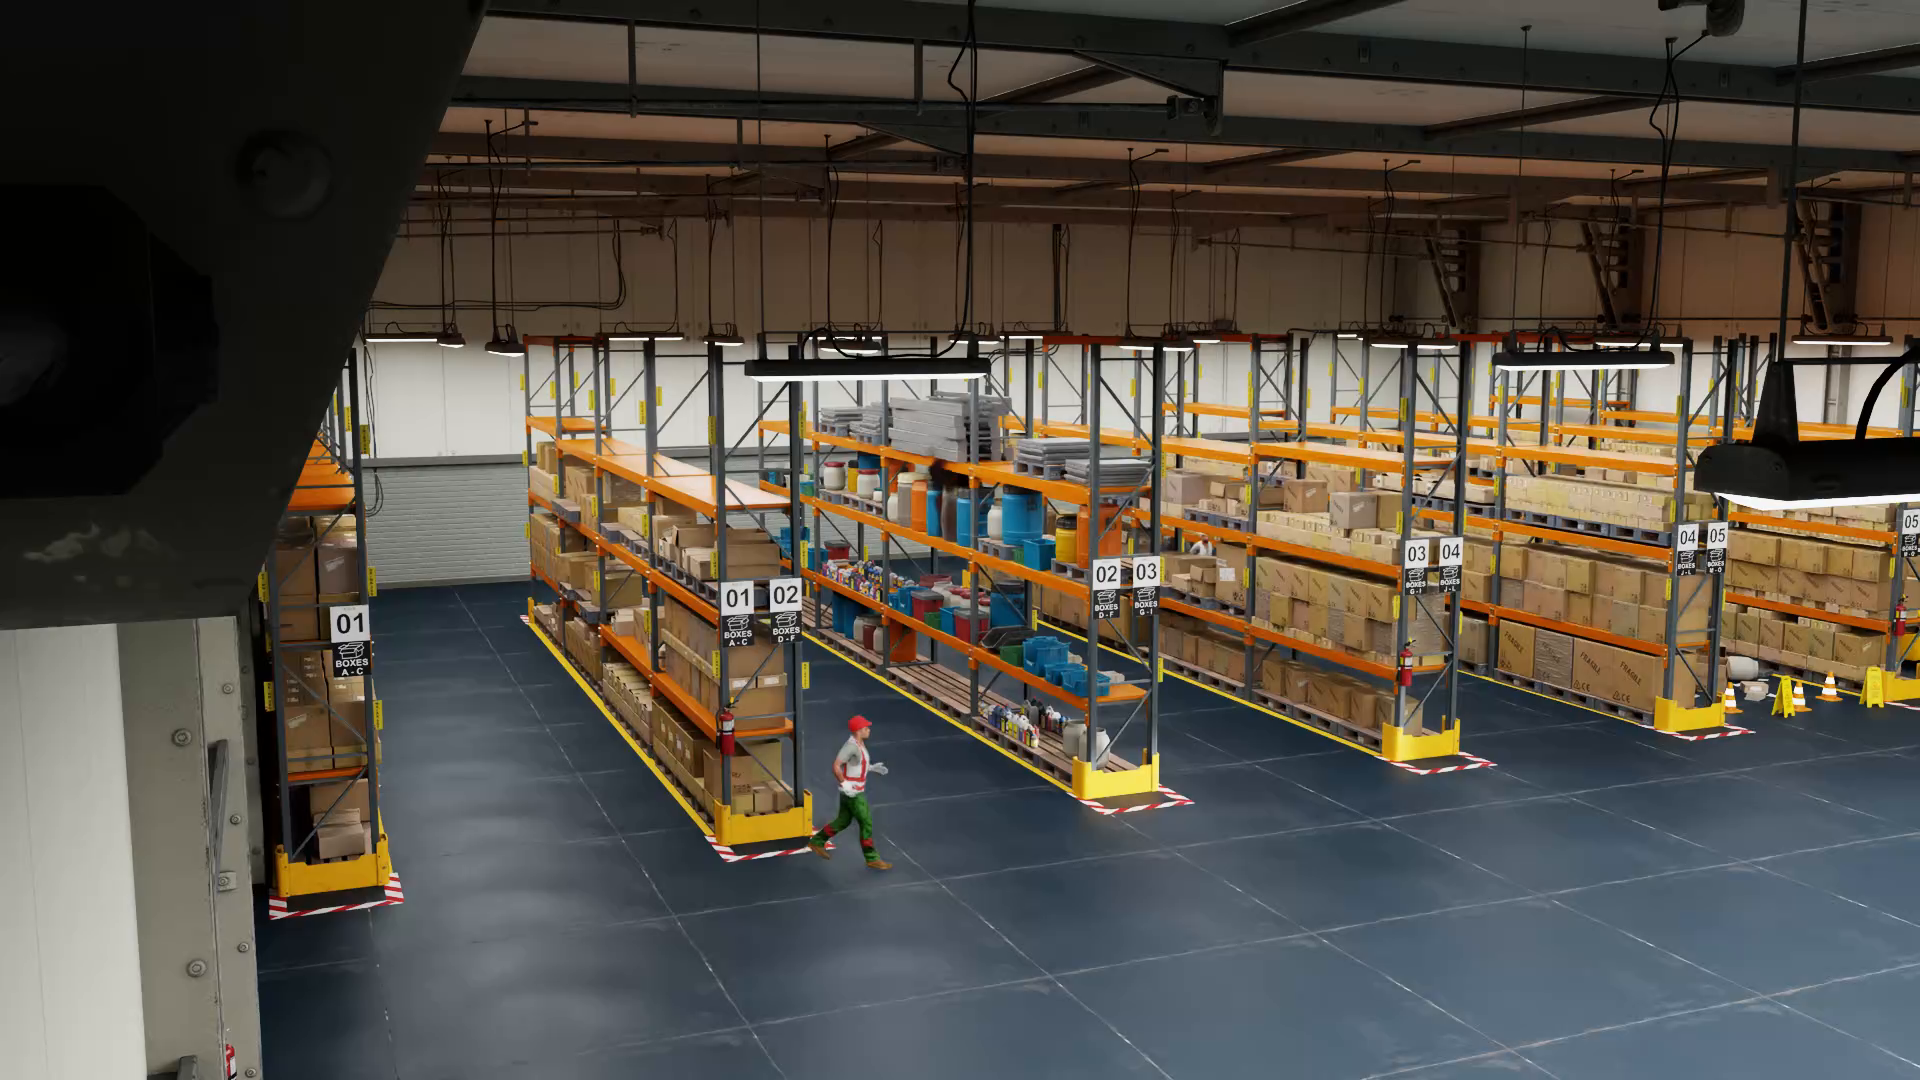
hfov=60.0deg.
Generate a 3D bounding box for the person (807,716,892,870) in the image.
[{"bbox_3d":[-1.282,2.903,19.175,0.986,1.787,0.619,0,8,-1],"label":"person"}]

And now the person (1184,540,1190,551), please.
[{"bbox_3d":[5.806,-0.178,42.588,0.873,1.673,0.620,-6,9,-36],"label":"person"}]

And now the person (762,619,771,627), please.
[{"bbox_3d":[-3.342,1.517,30.026,0.690,1.683,0.712,-6,10,-39],"label":"person"}]

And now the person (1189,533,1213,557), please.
[{"bbox_3d":[5.298,0.624,36.585,0.684,1.735,0.676,-5,9,-33],"label":"person"}]

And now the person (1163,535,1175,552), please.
[{"bbox_3d":[5.360,0.029,41.561,0.647,1.592,0.643,0,8,-3],"label":"person"}]
